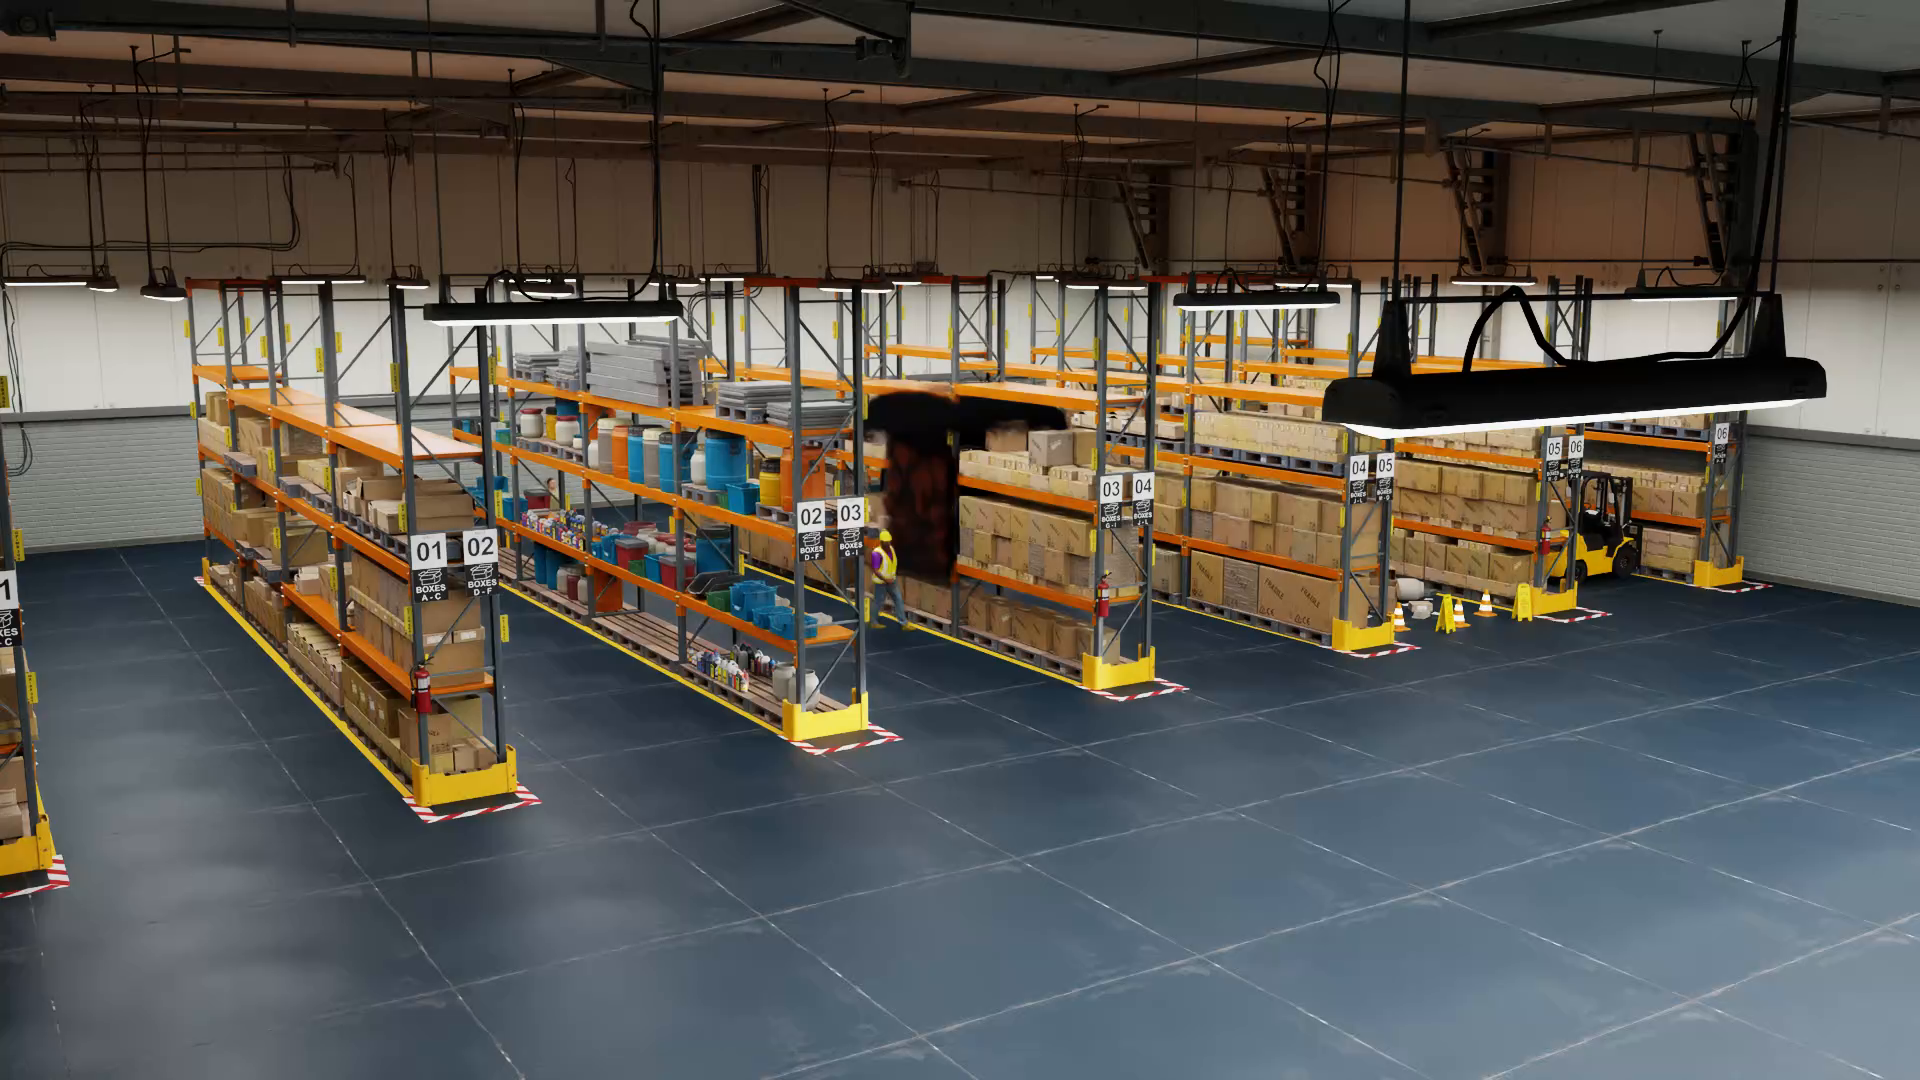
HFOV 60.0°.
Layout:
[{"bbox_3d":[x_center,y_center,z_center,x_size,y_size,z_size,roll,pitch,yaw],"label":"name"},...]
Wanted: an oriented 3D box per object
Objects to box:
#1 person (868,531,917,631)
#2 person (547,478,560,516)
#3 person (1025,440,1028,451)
[{"bbox_3d":[-1.192,0.687,27.692,0.946,1.719,0.667,8,12,38],"label":"person"},{"bbox_3d":[-8.959,-0.585,36.609,0.584,1.609,0.638,6,11,31],"label":"person"},{"bbox_3d":[2.019,-2.263,46.815,0.537,1.541,0.674,9,13,42],"label":"person"}]
